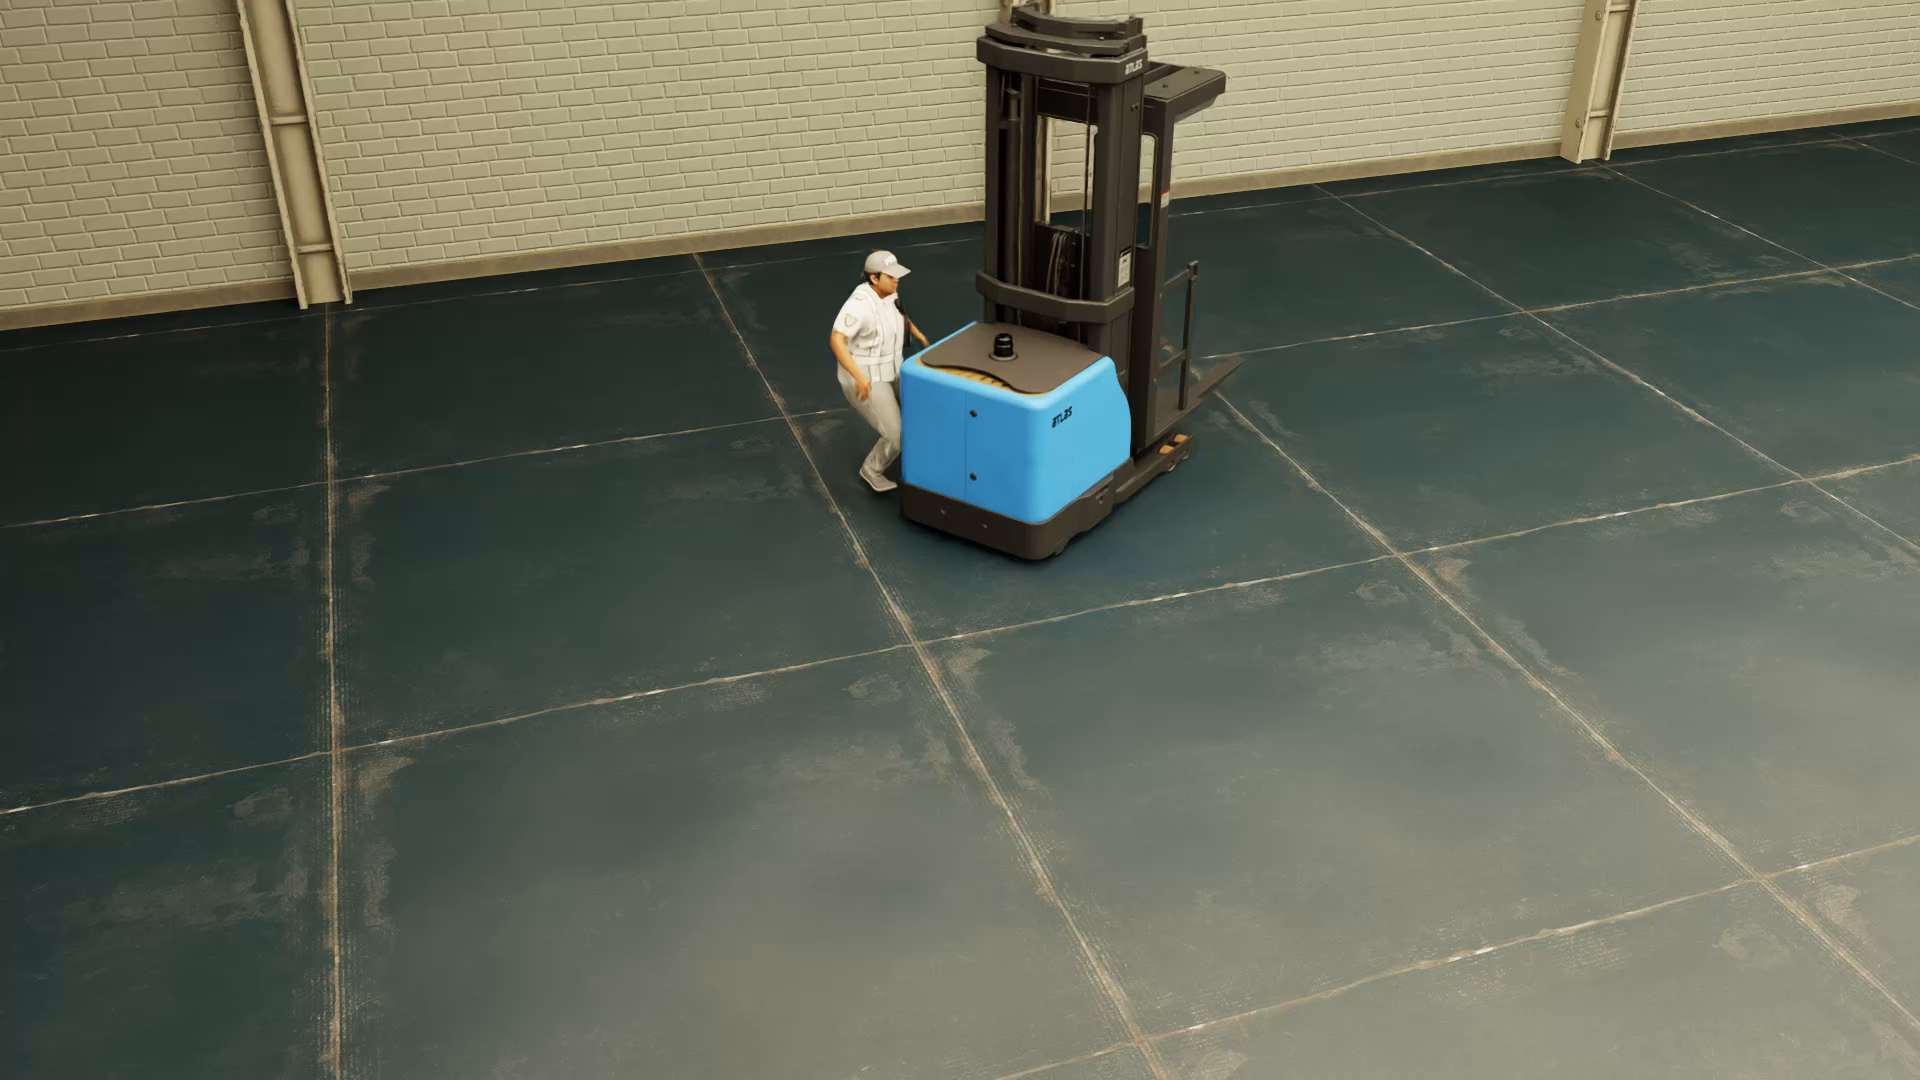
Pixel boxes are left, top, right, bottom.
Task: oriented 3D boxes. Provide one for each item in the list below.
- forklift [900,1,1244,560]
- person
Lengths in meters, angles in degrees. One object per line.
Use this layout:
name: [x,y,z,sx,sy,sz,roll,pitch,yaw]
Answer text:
forklift: [0.886,-1.841,10.286,1.130,2.935,3.031,19,35,30]
person: [-0.392,-0.992,10.174,0.665,1.591,0.890,16,33,25]
